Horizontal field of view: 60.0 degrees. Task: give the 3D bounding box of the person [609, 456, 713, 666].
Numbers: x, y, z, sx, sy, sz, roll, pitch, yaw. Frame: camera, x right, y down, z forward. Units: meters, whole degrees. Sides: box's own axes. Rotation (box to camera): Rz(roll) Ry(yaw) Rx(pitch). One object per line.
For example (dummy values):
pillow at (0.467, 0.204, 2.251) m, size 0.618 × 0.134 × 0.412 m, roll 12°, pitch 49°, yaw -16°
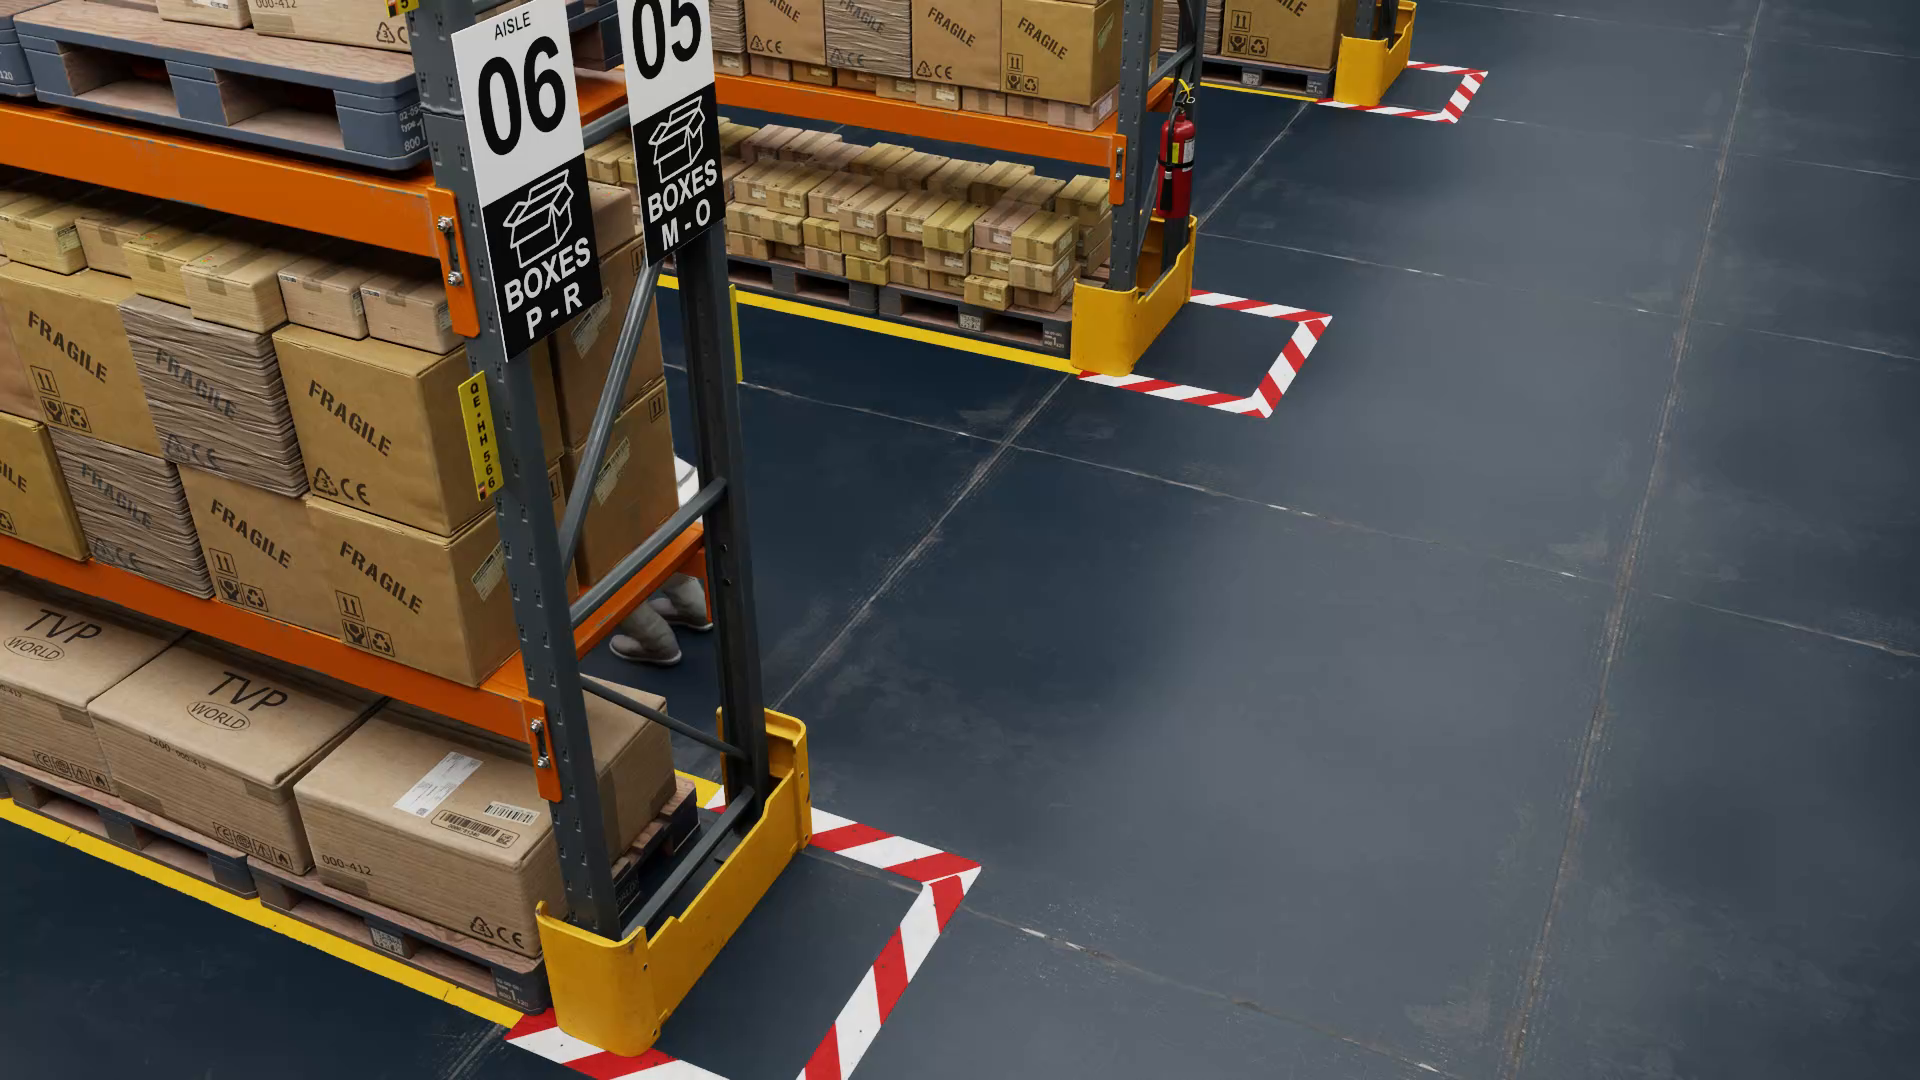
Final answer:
person at (-1.387, -0.040, 6.814) m, size 0.934 × 1.075 × 0.571 m, roll 14°, pitch 36°, yaw 20°
